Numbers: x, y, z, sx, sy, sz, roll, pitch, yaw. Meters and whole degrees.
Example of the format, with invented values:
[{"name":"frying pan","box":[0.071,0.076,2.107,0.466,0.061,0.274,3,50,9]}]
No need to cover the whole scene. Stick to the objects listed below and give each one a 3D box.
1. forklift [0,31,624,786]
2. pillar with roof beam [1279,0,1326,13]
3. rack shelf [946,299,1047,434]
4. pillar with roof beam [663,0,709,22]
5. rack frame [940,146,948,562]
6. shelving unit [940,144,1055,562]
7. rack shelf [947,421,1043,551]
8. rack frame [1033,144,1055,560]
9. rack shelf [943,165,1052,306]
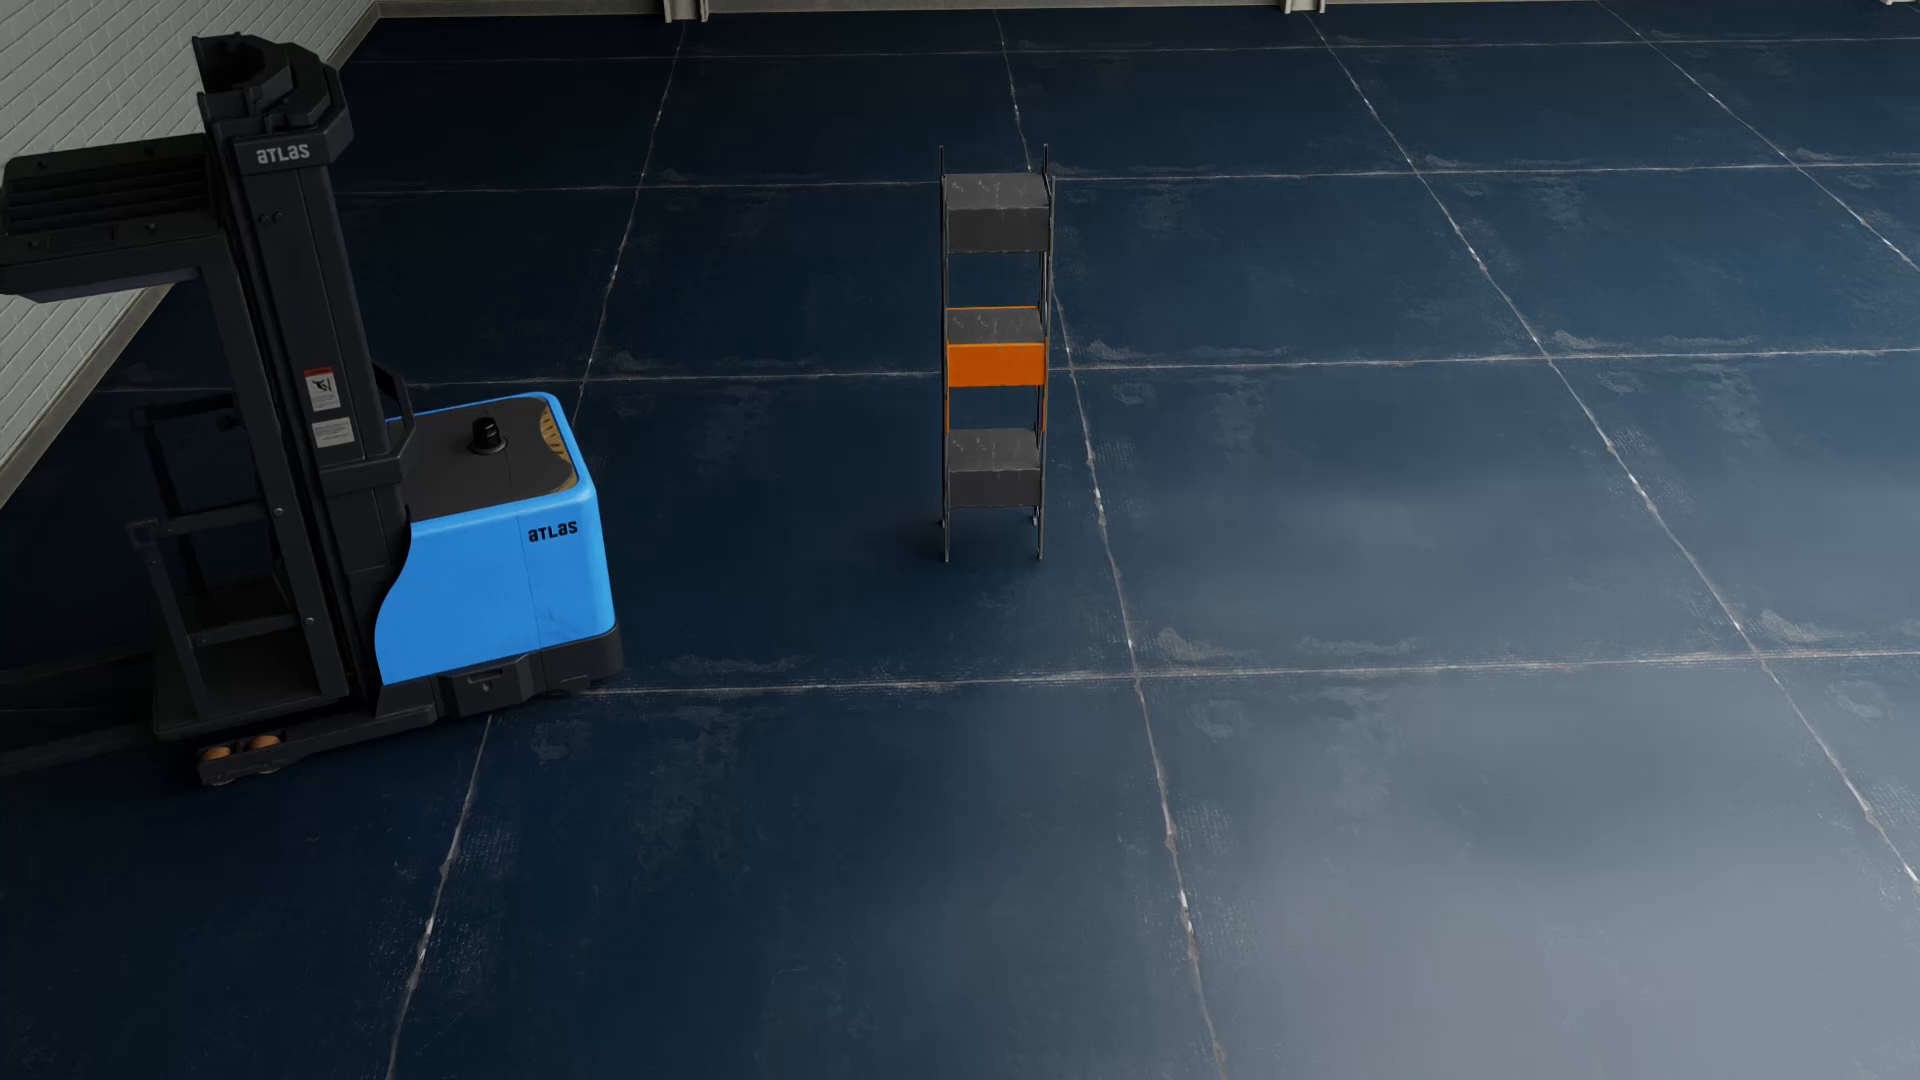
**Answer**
[{"name":"forklift","box":[-3.149,-0.480,6.905,3.031,2.935,1.130,-13,37,-18]},{"name":"pillar with roof beam","box":[3.555,-6.478,10.239,0.400,9.000,9.100,-2,35,-2]},{"name":"rack shelf","box":[0.165,-0.857,8.203,0.480,0.518,0.431,-2,35,-2]},{"name":"pillar with roof beam","box":[-2.438,-6.317,10.006,0.400,9.000,9.100,-2,35,-2]},{"name":"rack frame","box":[-0.078,-0.861,8.186,0.015,2.100,0.400,-2,35,-2]},{"name":"shelving unit","box":[0.165,-0.868,8.195,0.503,2.100,0.431,-2,35,-2]},{"name":"rack shelf","box":[0.165,-0.281,8.601,0.480,0.518,0.431,-2,35,-2]},{"name":"rack frame","box":[0.409,-0.874,8.205,0.015,2.100,0.400,-2,35,-2]},{"name":"rack shelf","box":[0.165,-1.432,7.805,0.480,0.518,0.431,-2,35,-2]}]
